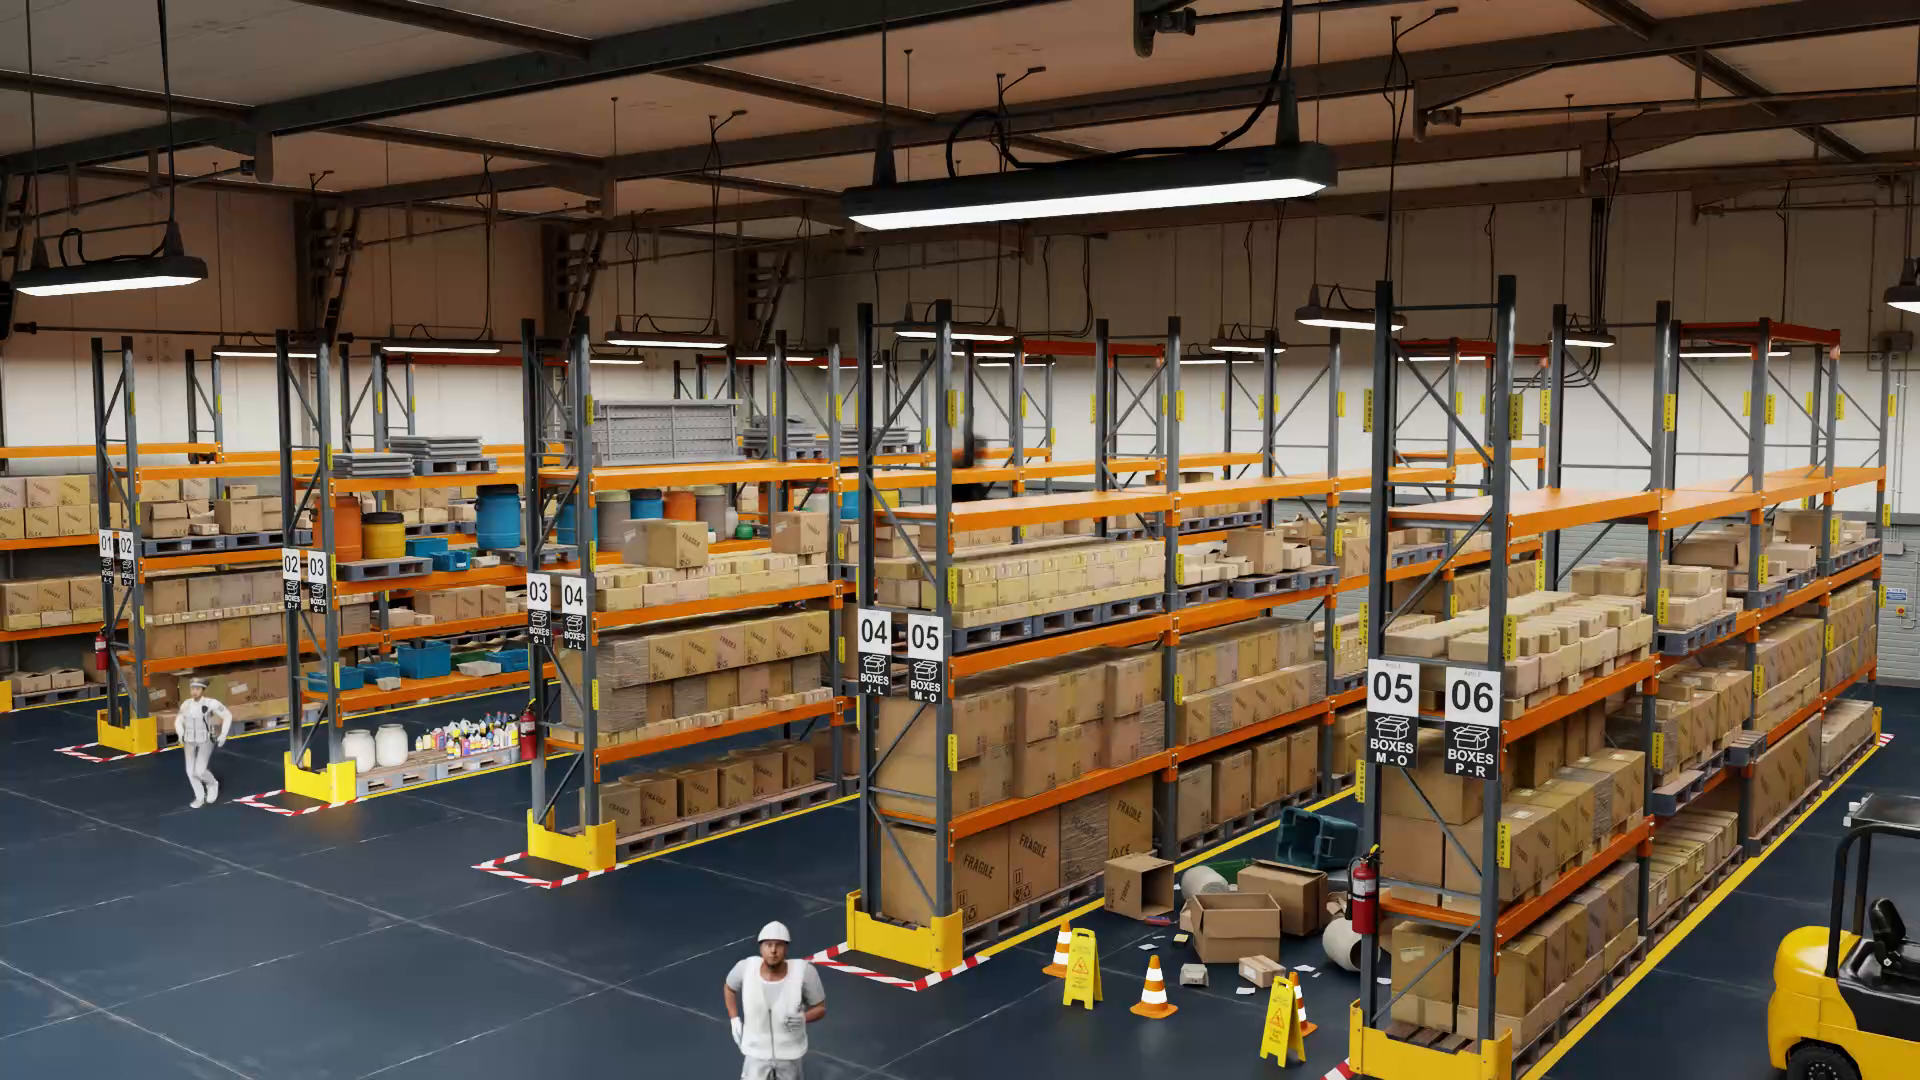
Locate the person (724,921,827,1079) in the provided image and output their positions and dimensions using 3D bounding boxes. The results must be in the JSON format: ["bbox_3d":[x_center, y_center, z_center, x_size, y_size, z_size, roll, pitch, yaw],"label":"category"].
[{"bbox_3d":[-1.200,3.356,10.824,0.667,1.802,0.752,-1,5,-6],"label":"person"}]

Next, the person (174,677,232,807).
[{"bbox_3d":[-9.495,2.531,20.774,0.658,1.659,0.524,0,5,0],"label":"person"}]
